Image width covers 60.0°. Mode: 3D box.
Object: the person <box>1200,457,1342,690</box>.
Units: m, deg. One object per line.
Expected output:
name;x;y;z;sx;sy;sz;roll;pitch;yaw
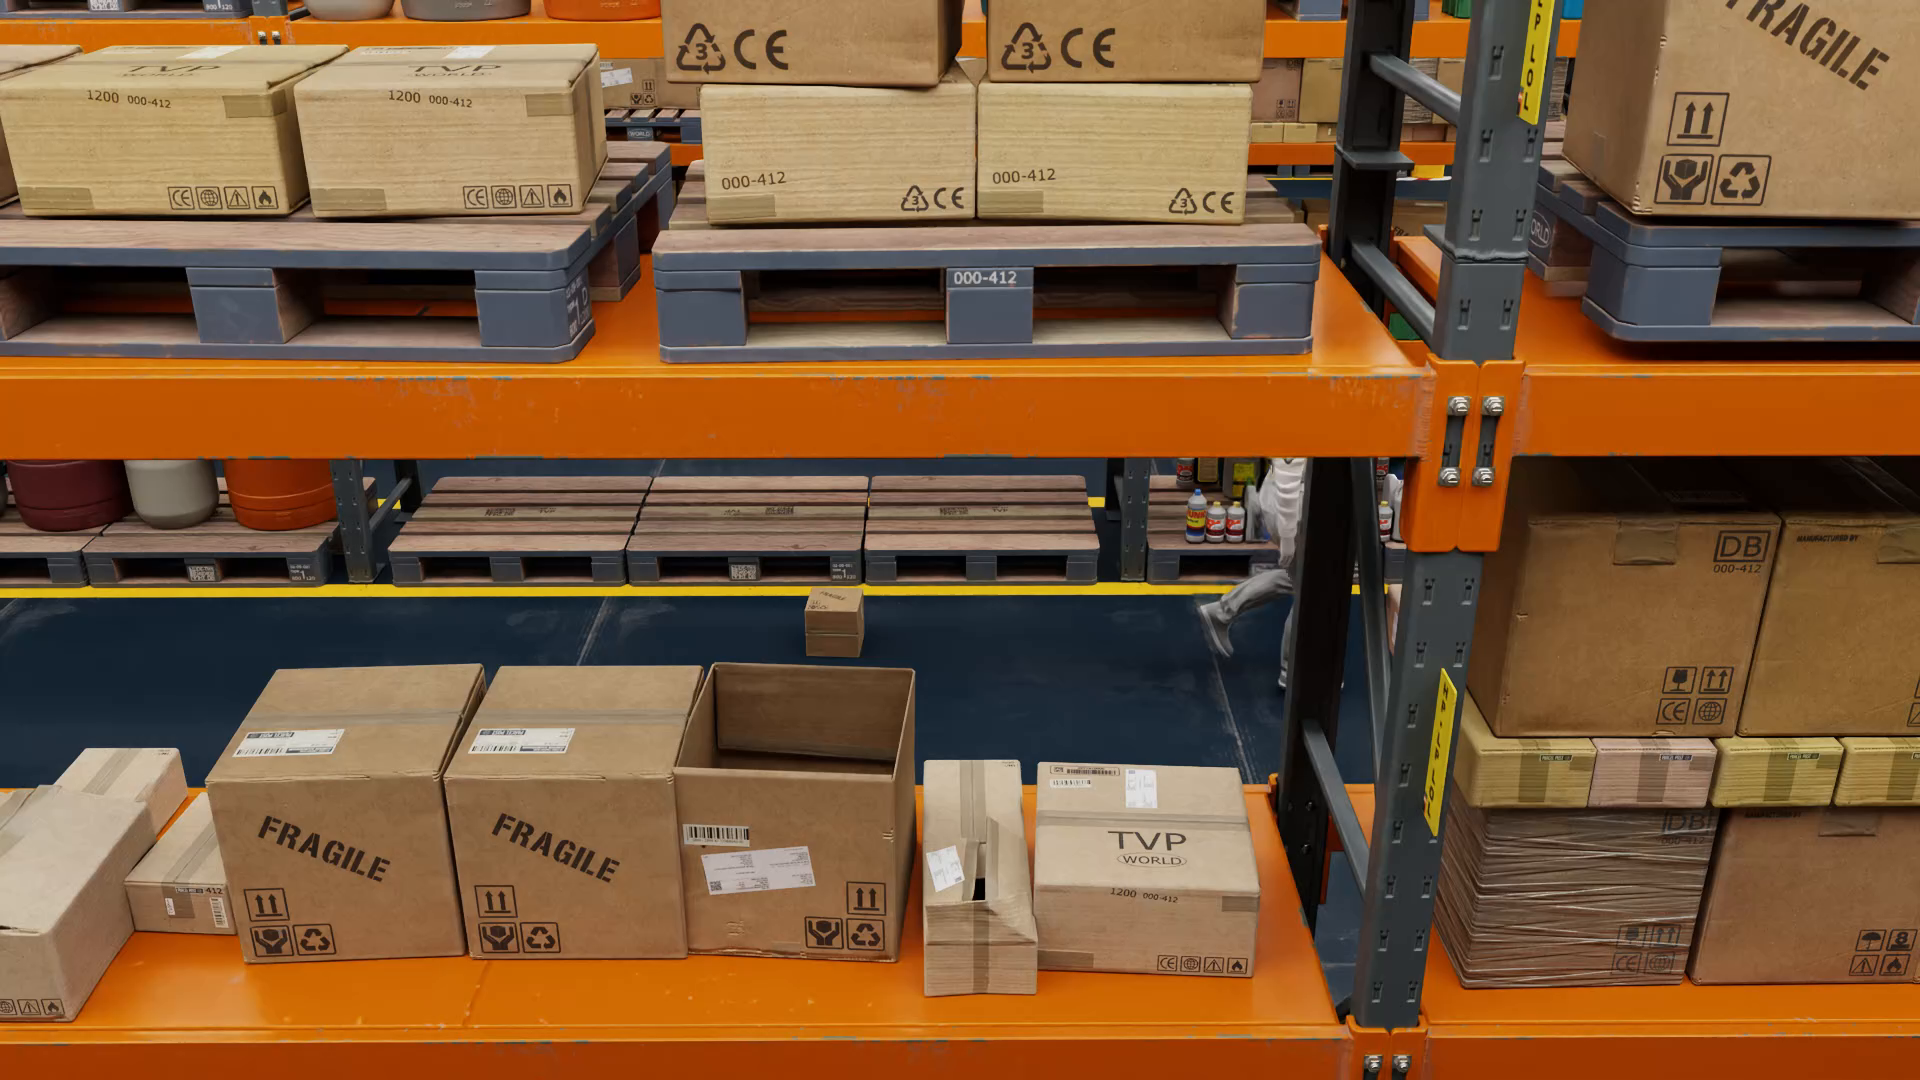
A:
person;1.416;-0.123;7.298;0.648;1.672;0.488;2;24;4
